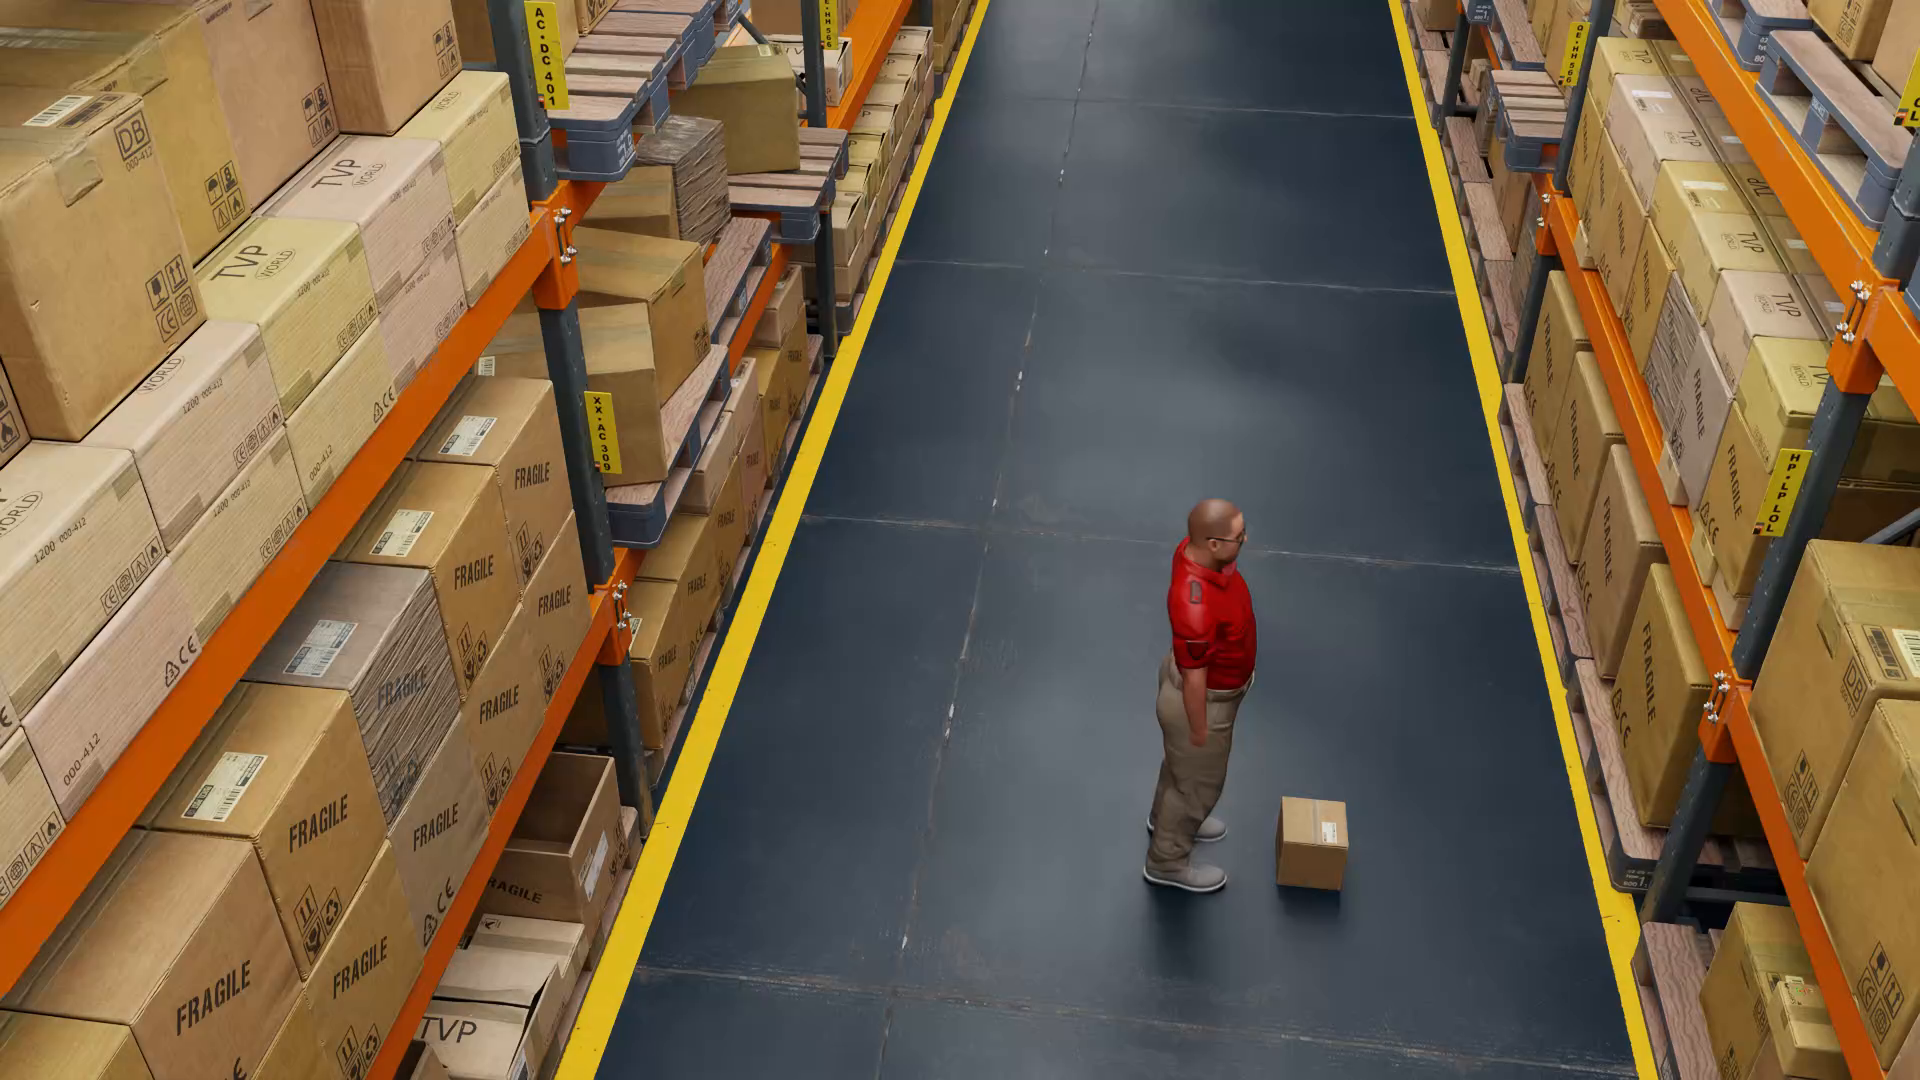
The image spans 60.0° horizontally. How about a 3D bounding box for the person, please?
[{"bbox_3d":[0.924,0.574,6.273,0.360,1.726,0.528,5,36,7],"label":"person"}]
